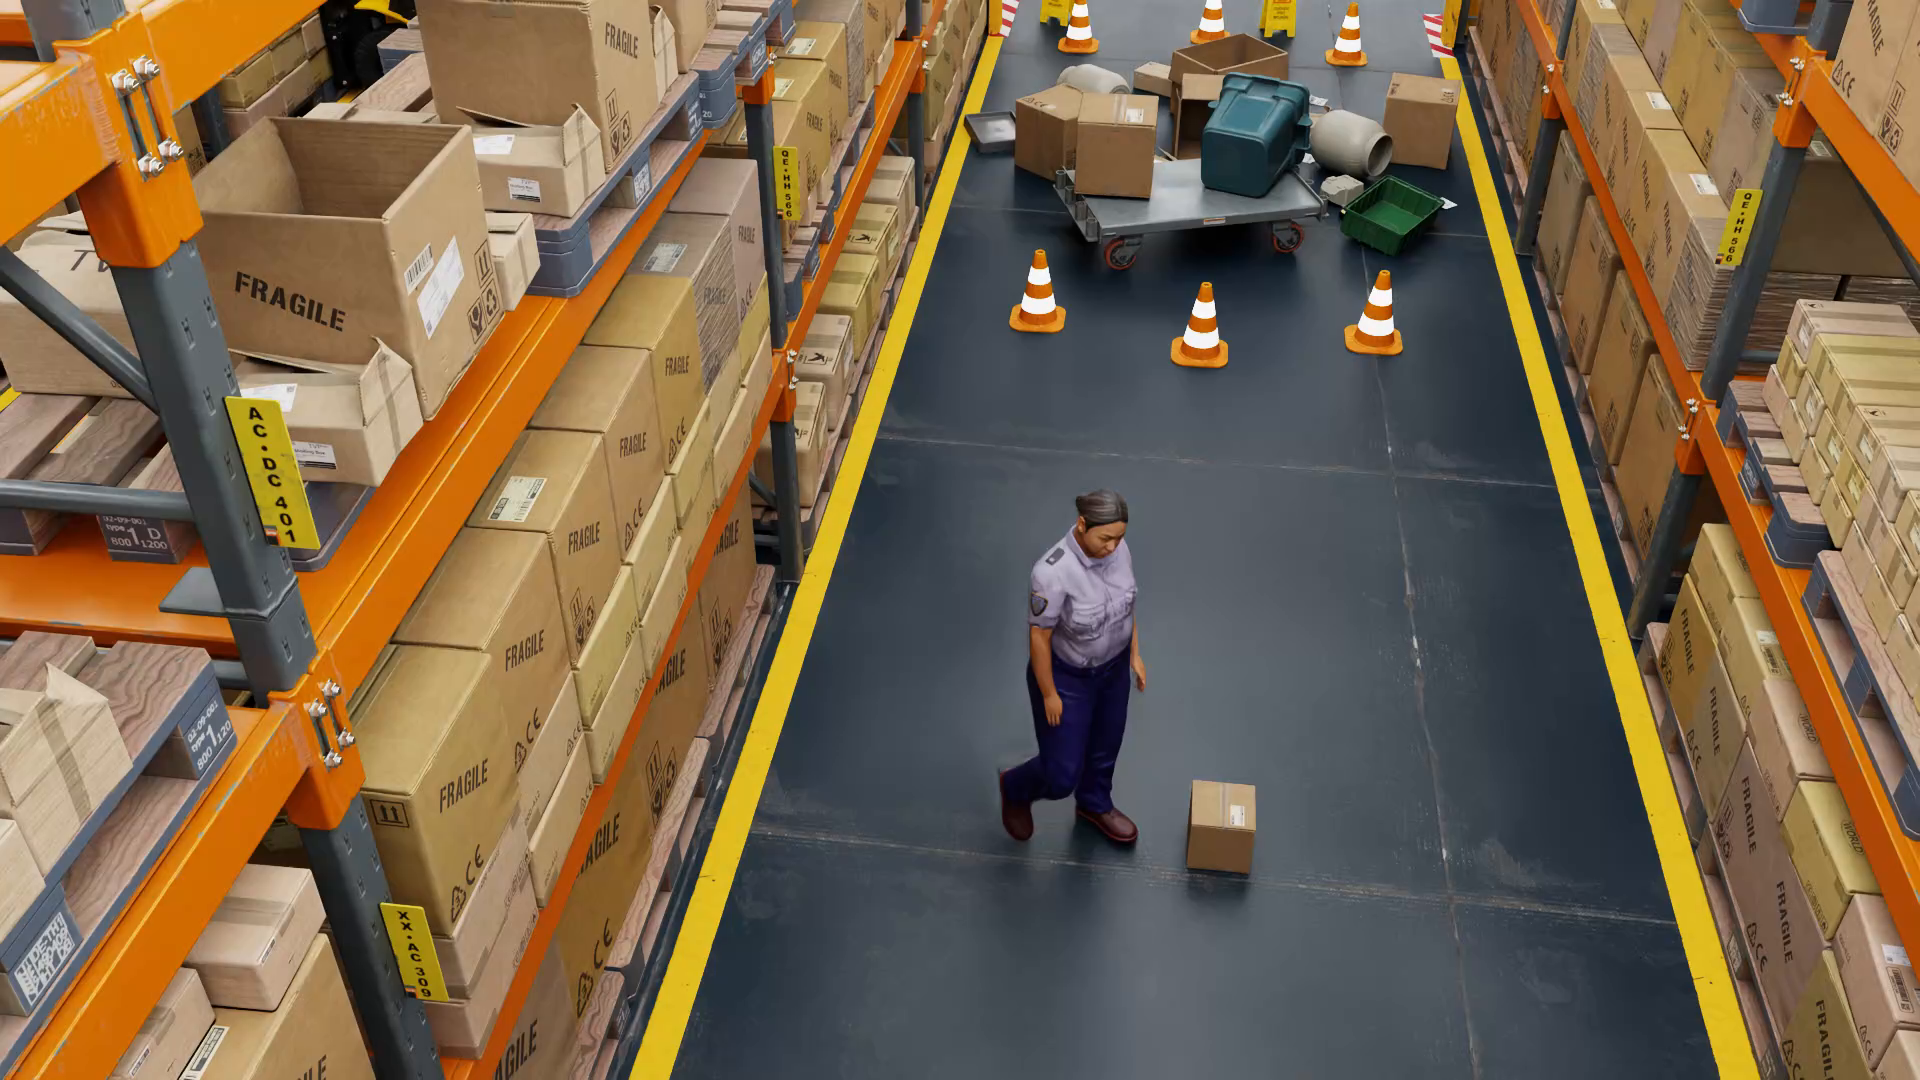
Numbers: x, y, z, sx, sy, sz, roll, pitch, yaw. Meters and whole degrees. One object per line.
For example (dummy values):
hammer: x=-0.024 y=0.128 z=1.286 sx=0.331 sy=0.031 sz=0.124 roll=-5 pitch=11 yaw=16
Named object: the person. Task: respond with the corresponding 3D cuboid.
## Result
person: x=0.448 y=0.511 z=6.330 sx=0.548 sy=1.636 sz=0.498 roll=-29 pitch=45 yaw=-34
